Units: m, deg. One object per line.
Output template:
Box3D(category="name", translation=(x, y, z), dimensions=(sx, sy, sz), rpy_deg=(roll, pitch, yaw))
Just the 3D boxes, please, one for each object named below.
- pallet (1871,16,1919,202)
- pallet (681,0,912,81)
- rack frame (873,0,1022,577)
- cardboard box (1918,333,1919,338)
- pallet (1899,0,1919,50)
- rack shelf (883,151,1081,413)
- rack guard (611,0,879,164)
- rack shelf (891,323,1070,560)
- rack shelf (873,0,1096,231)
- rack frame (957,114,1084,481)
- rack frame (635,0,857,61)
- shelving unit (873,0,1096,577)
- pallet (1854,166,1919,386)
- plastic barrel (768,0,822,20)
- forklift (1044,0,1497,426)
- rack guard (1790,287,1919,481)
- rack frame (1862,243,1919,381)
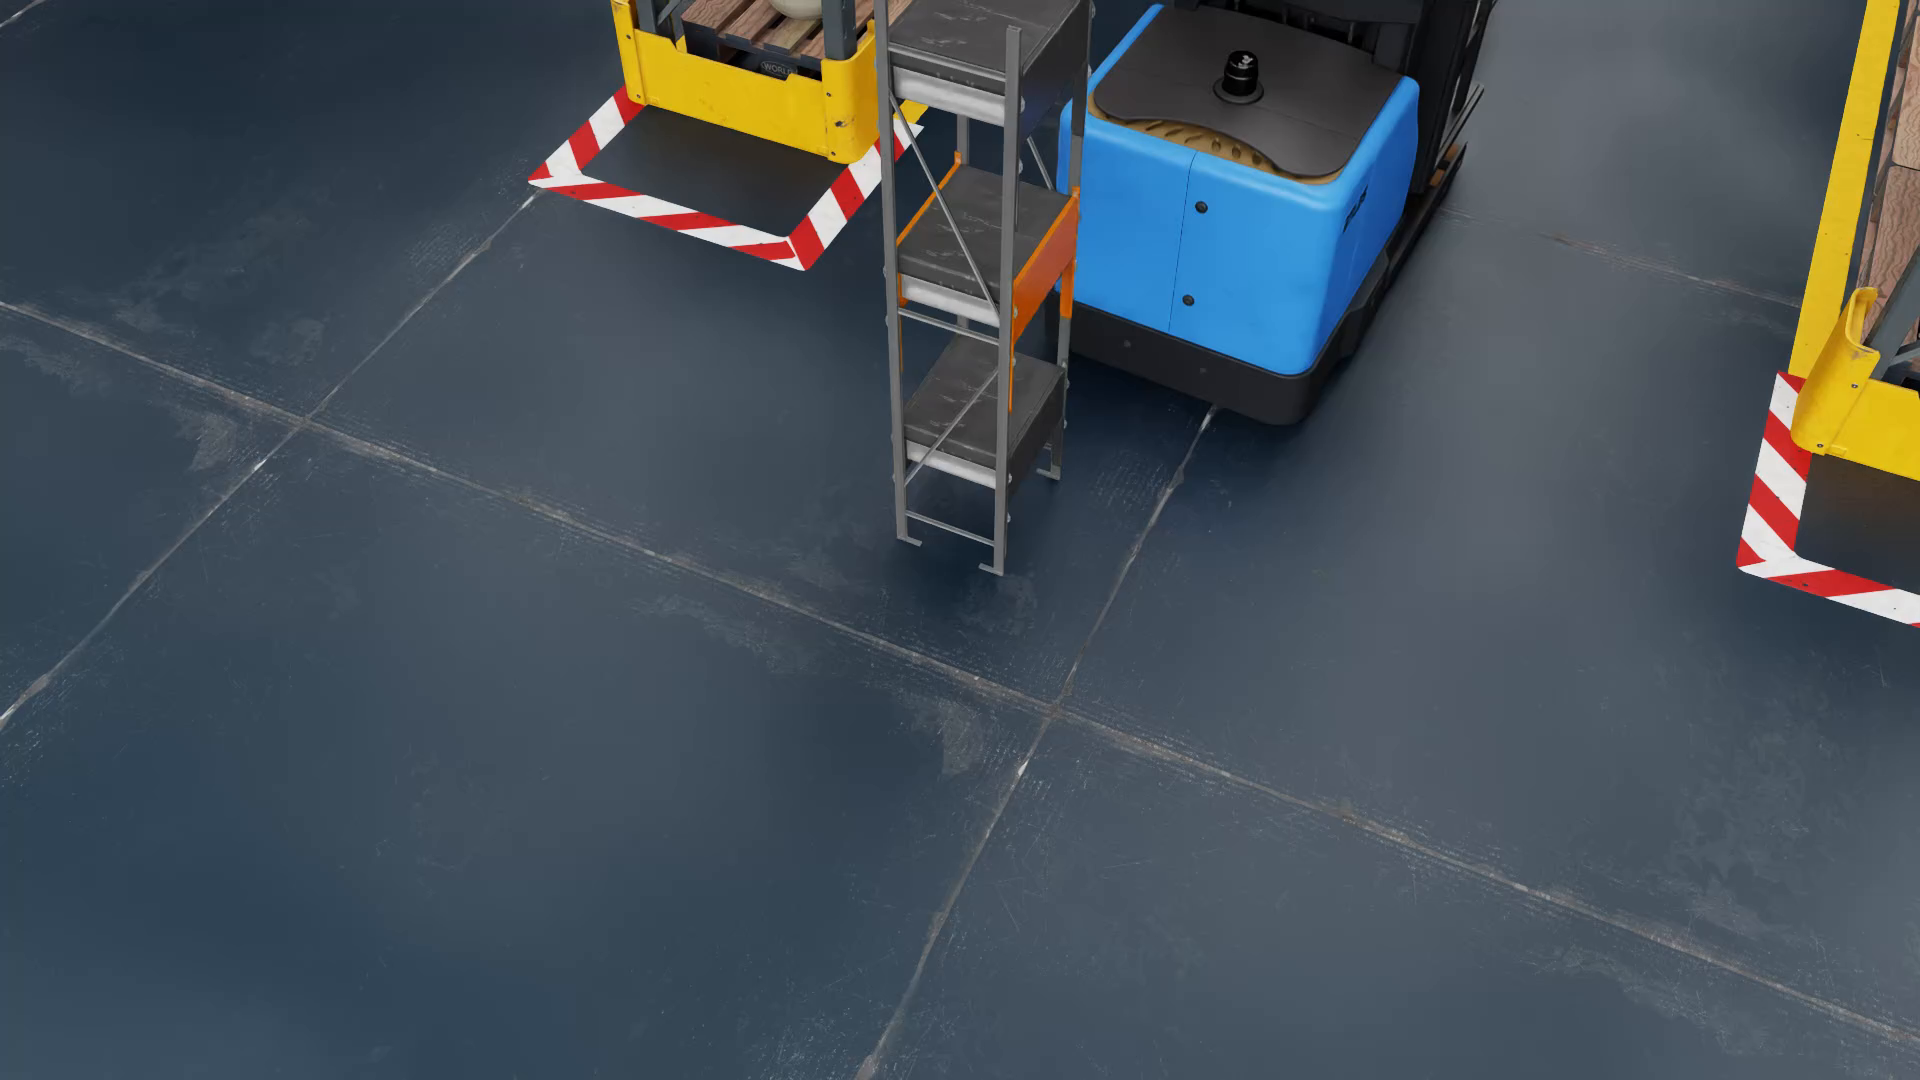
Box3D(category="pallet", translation=(4.514, -1.728, 7.082), dimensions=(1.003, 0.211, 1.213), rpy_deg=(20, 52, 16))
Box3D(category="pallet", translation=(-0.557, -2.528, 7.762), dimensions=(1.003, 0.211, 1.213), rpy_deg=(20, 52, 16))
Box3D(category="rack frame", translation=(-0.034, -0.626, 4.904), dimensions=(0.400, 2.100, 0.015), rpy_deg=(20, 52, 16))
Box3D(category="cardboard box", translation=(3.862, -0.945, 5.950), dimensions=(0.500, 0.500, 0.500), rpy_deg=(29, 55, 22))
Box3D(category="pallet", translation=(5.034, -2.571, 7.799), dimensions=(1.003, 0.211, 1.213), rpy_deg=(20, 52, 16))
Box3D(category="rack shelf", translation=(0.071, -0.786, 5.058), dimensions=(0.431, 0.518, 0.480), rpy_deg=(20, 52, 16))
Box3D(category="rack guard", translation=(-0.909, -2.064, 7.178), dimensions=(1.175, 0.500, 0.348), rpy_deg=(20, 52, 16))
Box3D(category="rack shelf", translation=(0.071, -0.332, 5.591), dimensions=(0.431, 0.518, 0.480), rpy_deg=(20, 52, 16))
Box3D(category="rack shelf", translation=(0.071, -1.239, 4.525), dimensions=(0.431, 0.518, 0.480), rpy_deg=(20, 52, 16))
Box3D(category="rack frame", translation=(0.175, -0.962, 5.190), dimensions=(0.400, 2.100, 0.015), rpy_deg=(20, 52, 16))
Box3D(category="rack frame", translation=(-0.899, -2.806, 6.168), dimensions=(1.000, 3.000, 0.127), rpy_deg=(20, 52, 16))
Box3D(category="shelving unit", translation=(0.071, -0.794, 5.047), dimensions=(0.431, 2.100, 0.503), rpy_deg=(20, 52, 16))
Box3D(category="pallet", translation=(3.991, -0.891, 6.370), dimensions=(1.003, 0.211, 1.213), rpy_deg=(20, 52, 16))
Box3D(category="plastic barrel", translation=(-0.686, -2.614, 7.363), dimensions=(0.421, 0.512, 0.421), rpy_deg=(0, 50, 0))
Box3D(category="forklift", translation=(1.473, -2.489, 5.943), dimensions=(1.130, 2.935, 3.031), rpy_deg=(23, 53, 18))
Box3D(category="rack guard", translation=(3.612, -0.437, 5.793), dimensions=(1.175, 0.500, 0.348), rpy_deg=(20, 52, 16))
Box3D(category="rack frame", translation=(3.580, -1.195, 4.797), dimensions=(1.000, 3.000, 0.127), rpy_deg=(20, 52, 16))
